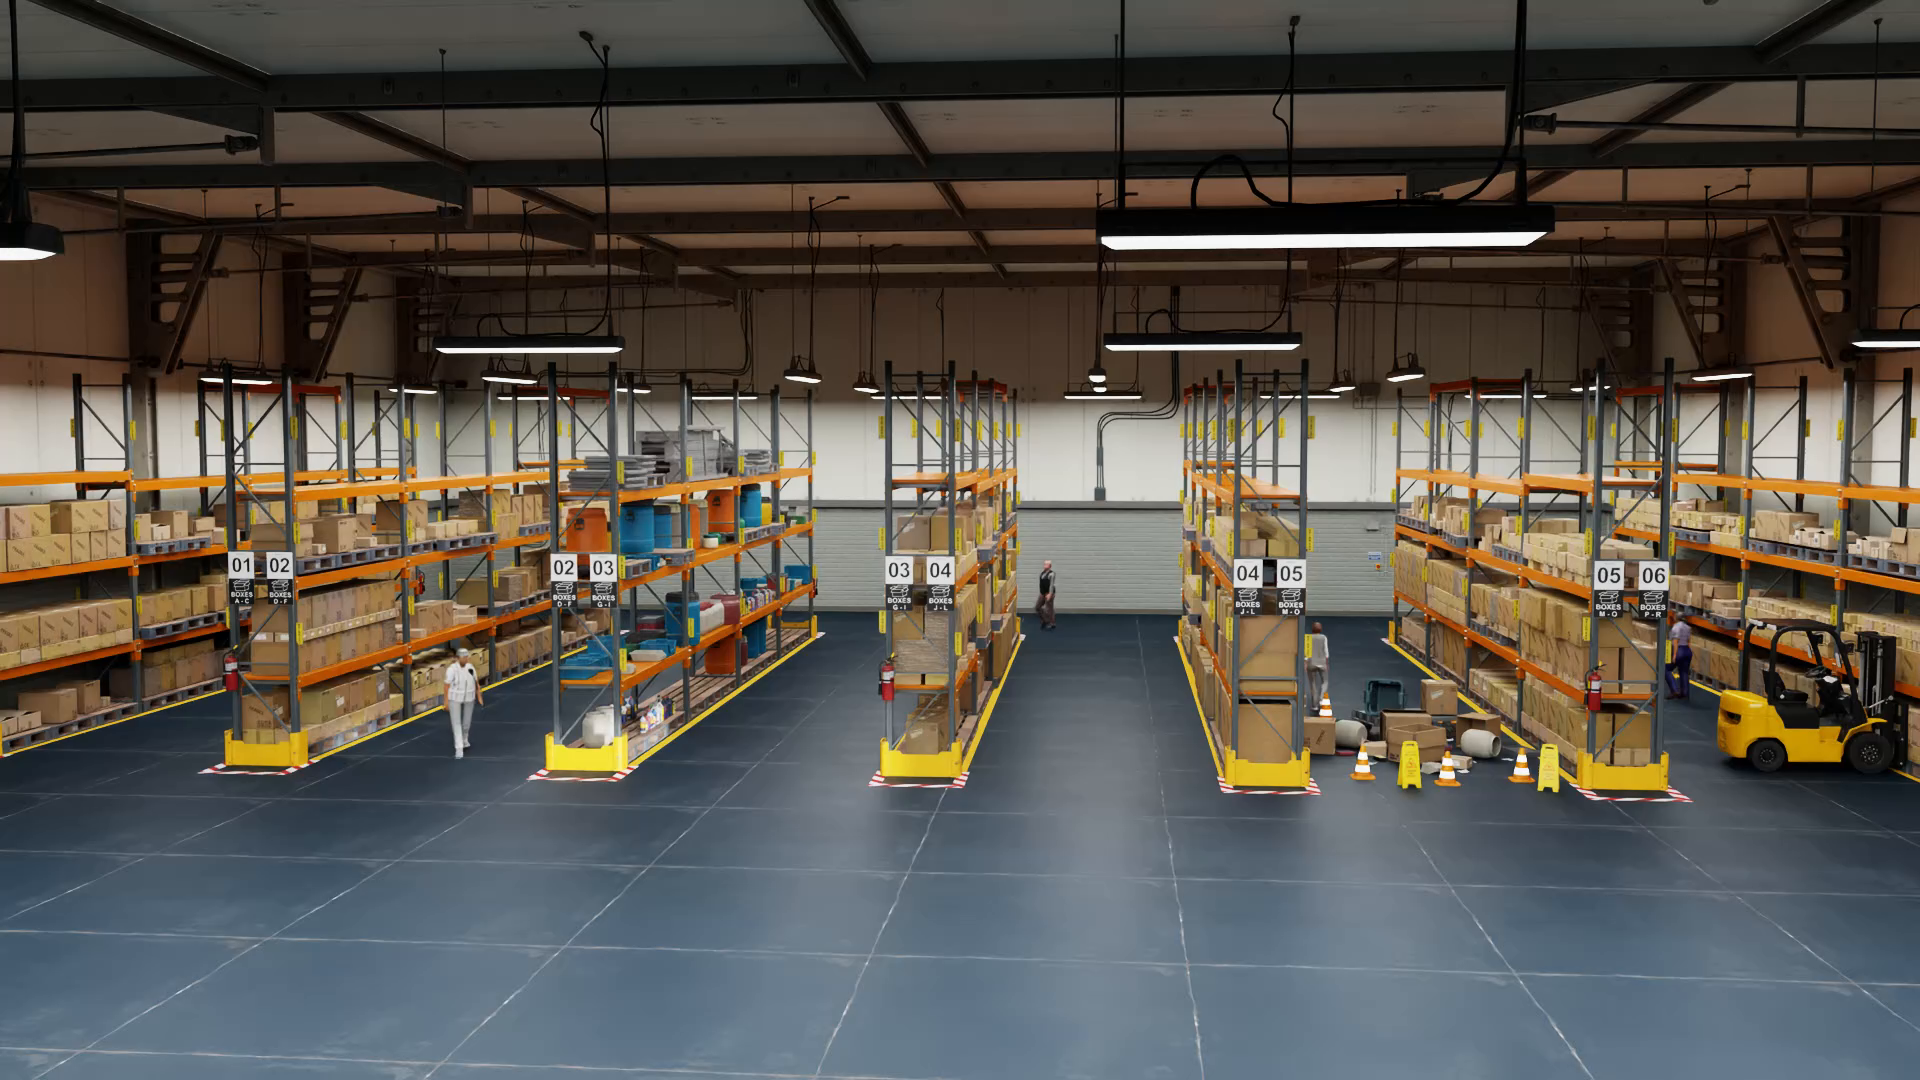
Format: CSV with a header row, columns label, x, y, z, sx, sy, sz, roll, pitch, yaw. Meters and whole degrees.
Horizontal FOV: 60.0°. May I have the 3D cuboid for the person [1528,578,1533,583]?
label,x,y,z,sx,sy,sz,roll,pitch,yaw
person,13.318,1.532,39.212,0.929,1.739,0.497,2,4,29

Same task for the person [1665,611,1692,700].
label,x,y,z,sx,sy,sz,roll,pitch,yaw
person,13.381,2.155,30.941,0.522,1.664,0.425,-2,4,-25

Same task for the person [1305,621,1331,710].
label,x,y,z,sx,sy,sz,roll,pitch,yaw
person,6.387,2.257,29.703,0.462,1.596,0.480,0,4,5

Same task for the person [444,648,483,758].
label,x,y,z,sx,sy,sz,roll,pitch,yaw
person,-7.713,2.485,25.790,0.554,1.624,0.996,-2,4,-27

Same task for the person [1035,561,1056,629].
label,x,y,z,sx,sy,sz,roll,pitch,yaw
person,2.174,1.399,41.831,0.511,1.763,0.584,-2,4,-22
